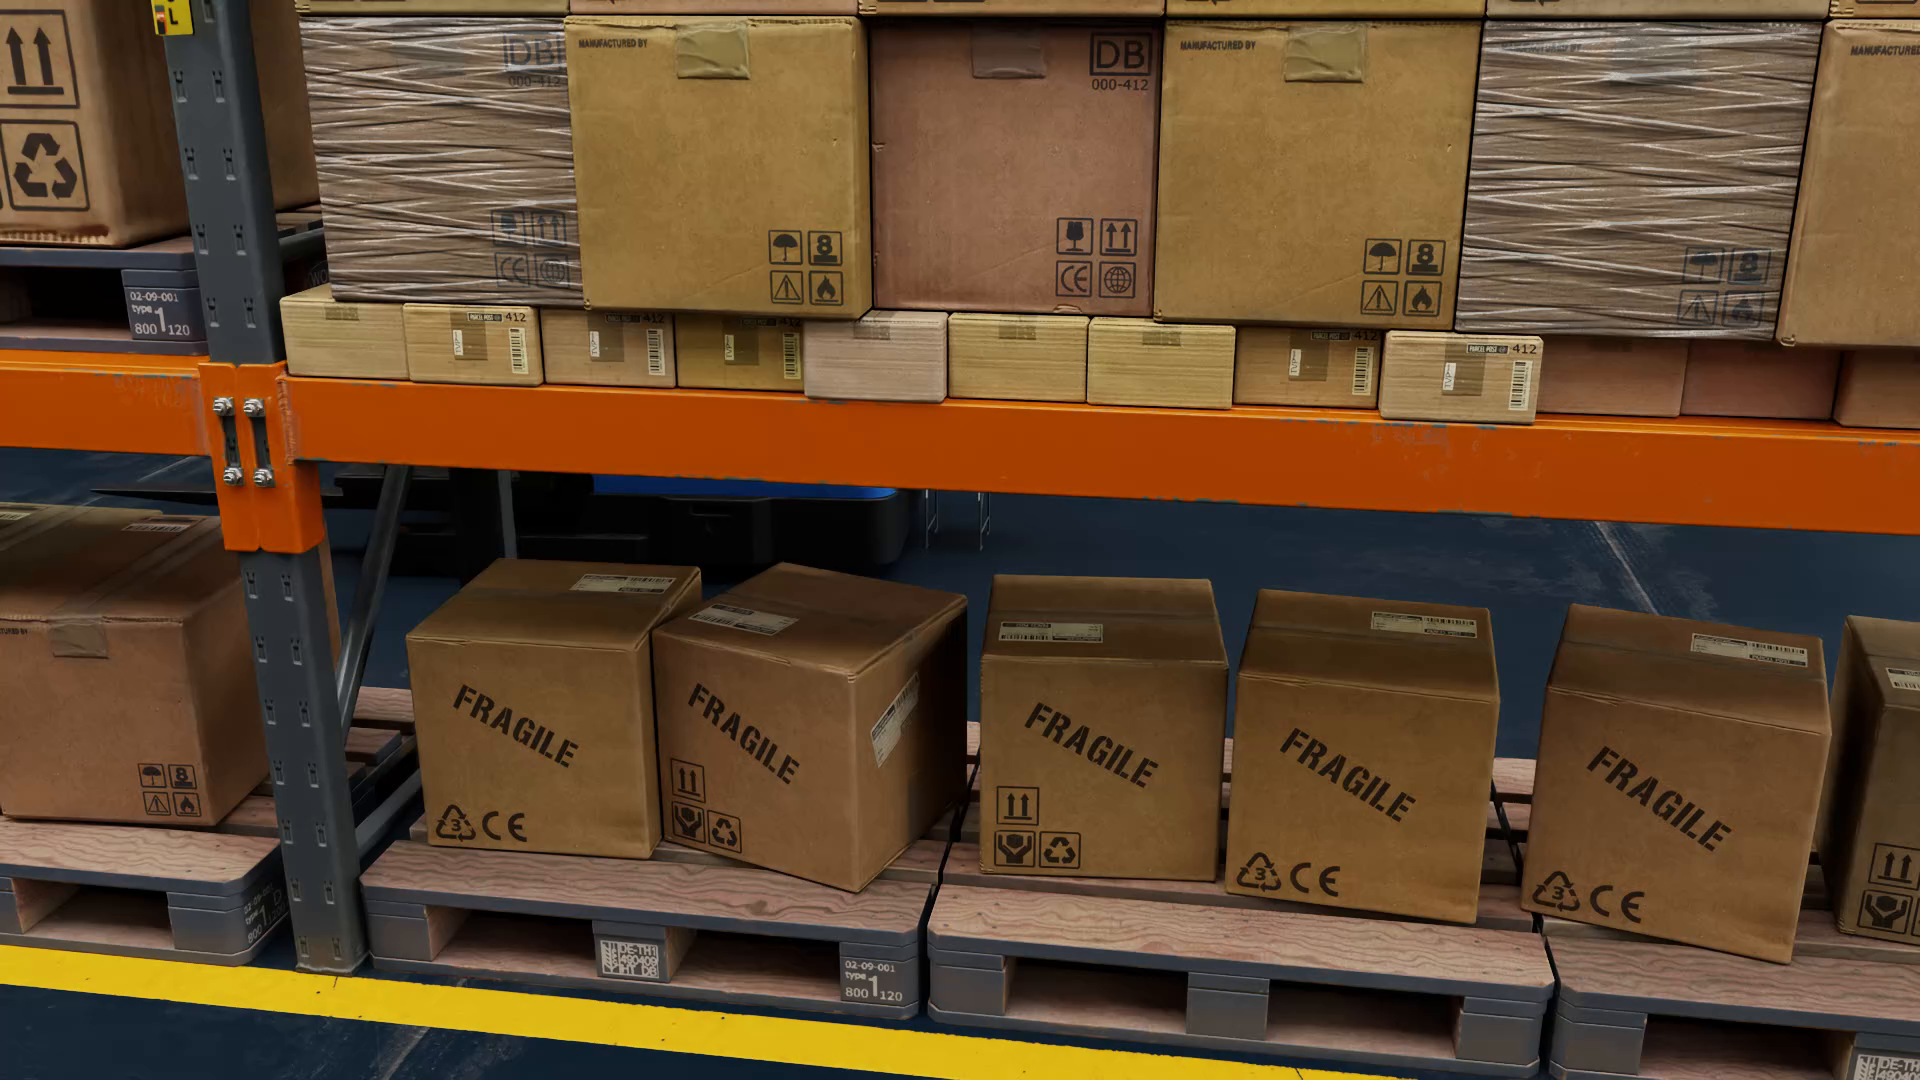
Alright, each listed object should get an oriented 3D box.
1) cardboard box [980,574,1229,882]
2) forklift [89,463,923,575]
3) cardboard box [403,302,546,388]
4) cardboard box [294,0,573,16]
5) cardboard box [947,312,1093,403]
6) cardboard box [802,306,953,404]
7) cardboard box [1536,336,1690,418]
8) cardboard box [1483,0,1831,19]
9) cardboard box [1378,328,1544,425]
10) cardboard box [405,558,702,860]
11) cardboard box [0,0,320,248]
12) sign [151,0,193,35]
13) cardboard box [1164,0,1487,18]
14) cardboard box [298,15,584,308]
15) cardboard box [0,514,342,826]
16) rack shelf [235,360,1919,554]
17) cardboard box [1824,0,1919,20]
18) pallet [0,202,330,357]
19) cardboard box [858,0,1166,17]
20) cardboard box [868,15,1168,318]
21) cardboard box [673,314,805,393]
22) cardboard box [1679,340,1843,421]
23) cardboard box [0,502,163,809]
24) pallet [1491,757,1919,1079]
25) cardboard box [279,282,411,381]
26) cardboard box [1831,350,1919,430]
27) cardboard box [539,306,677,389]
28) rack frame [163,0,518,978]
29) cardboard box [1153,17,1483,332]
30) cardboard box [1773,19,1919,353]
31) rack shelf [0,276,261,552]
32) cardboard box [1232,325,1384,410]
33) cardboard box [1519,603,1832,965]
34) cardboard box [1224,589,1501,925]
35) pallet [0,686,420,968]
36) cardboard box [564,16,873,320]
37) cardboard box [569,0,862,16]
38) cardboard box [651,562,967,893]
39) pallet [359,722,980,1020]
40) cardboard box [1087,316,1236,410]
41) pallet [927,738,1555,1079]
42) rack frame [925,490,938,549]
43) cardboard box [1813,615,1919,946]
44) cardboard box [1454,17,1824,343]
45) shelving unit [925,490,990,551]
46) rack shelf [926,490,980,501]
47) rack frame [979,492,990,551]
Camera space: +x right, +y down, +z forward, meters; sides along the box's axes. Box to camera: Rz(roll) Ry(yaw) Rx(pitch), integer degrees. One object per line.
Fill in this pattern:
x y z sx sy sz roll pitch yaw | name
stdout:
0.308 0.399 3.662 0.500 0.500 0.500 1 19 4 | cardboard box
-1.691 -1.432 5.963 3.031 2.935 1.130 1 19 4 | forklift
-0.864 -0.412 3.204 0.250 0.149 0.380 3 19 9 | cardboard box
-0.869 -1.214 3.001 0.500 0.500 0.500 3 19 9 | cardboard box
0.130 -0.374 3.089 0.250 0.149 0.380 3 19 9 | cardboard box
-0.124 -0.373 3.088 0.250 0.149 0.380 3 19 9 | cardboard box
1.125 -0.340 2.989 0.250 0.149 0.380 3 19 9 | cardboard box
1.106 -1.114 2.704 0.500 0.500 0.500 3 19 9 | cardboard box
0.864 -0.325 2.943 0.250 0.149 0.380 3 19 9 | cardboard box
-0.884 0.366 3.761 0.500 0.500 0.500 2 19 7 | cardboard box
-2.035 -1.221 3.617 1.000 1.000 1.000 3 19 9 | cardboard box
-1.358 -1.028 2.824 0.005 0.325 0.100 3 19 9 | sign
0.614 -1.142 2.786 0.500 0.500 0.500 3 19 9 | cardboard box
-0.839 -0.800 3.340 0.500 0.500 0.875 3 19 9 | cardboard box
-1.876 0.286 3.968 0.500 0.500 0.700 1 19 4 | cardboard box
0.702 -0.211 3.342 4.000 0.370 1.077 3 19 9 | rack shelf
1.599 -1.088 2.626 0.500 0.500 0.500 3 19 9 | cardboard box
-2.005 -0.646 3.810 1.213 0.211 1.003 3 19 9 | pallet
0.118 -1.164 2.851 0.500 0.500 0.500 3 19 9 | cardboard box
0.159 -0.770 3.251 0.500 0.500 0.875 3 19 9 | cardboard box
-0.364 -0.399 3.164 0.250 0.149 0.380 3 19 9 | cardboard box
1.376 -0.335 2.972 0.250 0.149 0.380 3 19 9 | cardboard box
-2.344 0.256 4.057 0.500 0.500 0.700 3 19 8 | cardboard box
1.805 0.815 3.536 1.213 0.211 1.003 3 19 9 | pallet
-1.109 -0.429 3.254 0.250 0.149 0.380 3 19 9 | cardboard box
1.616 -0.309 2.896 0.250 0.149 0.380 3 19 9 | cardboard box
-0.613 -0.409 3.193 0.250 0.149 0.380 3 19 9 | cardboard box
-1.273 -0.653 3.528 0.127 3.000 1.000 3 19 9 | rack frame
0.646 -0.732 3.137 0.500 0.500 0.875 3 19 9 | cardboard box
1.625 -0.664 2.935 0.500 0.500 0.875 3 19 9 | cardboard box
-3.248 -0.413 3.943 4.000 0.370 1.077 3 19 9 | rack shelf
0.629 -0.359 3.046 0.250 0.149 0.380 3 19 9 | cardboard box
1.467 0.478 3.424 0.500 0.500 0.500 8 20 23 | cardboard box
0.852 0.441 3.536 0.500 0.500 0.500 5 19 14 | cardboard box
-2.042 0.630 4.086 1.213 0.211 1.003 3 19 9 | pallet
-0.351 -0.764 3.231 0.500 0.500 0.875 3 19 9 | cardboard box
-0.375 -1.189 2.927 0.500 0.500 0.500 3 19 9 | cardboard box
-0.318 0.392 3.682 0.500 0.500 0.500 9 21 26 | cardboard box
-0.604 0.692 3.903 1.213 0.211 1.003 3 19 9 | pallet
0.375 -0.358 3.041 0.250 0.149 0.380 3 19 9 | cardboard box
0.604 0.752 3.722 1.213 0.211 1.003 3 19 9 | pallet
-0.108 -0.432 6.177 0.006 0.900 0.240 3 19 9 | rack frame
2.062 0.498 3.366 0.500 0.500 0.500 7 20 19 | cardboard box
1.138 -0.703 3.050 0.500 0.500 0.875 3 19 9 | cardboard box
-0.008 -0.427 6.162 0.210 0.900 0.258 3 19 9 | shelving unit
-0.008 -0.225 6.229 0.200 0.077 0.258 3 19 9 | rack shelf
0.092 -0.422 6.146 0.006 0.900 0.240 3 19 9 | rack frame
